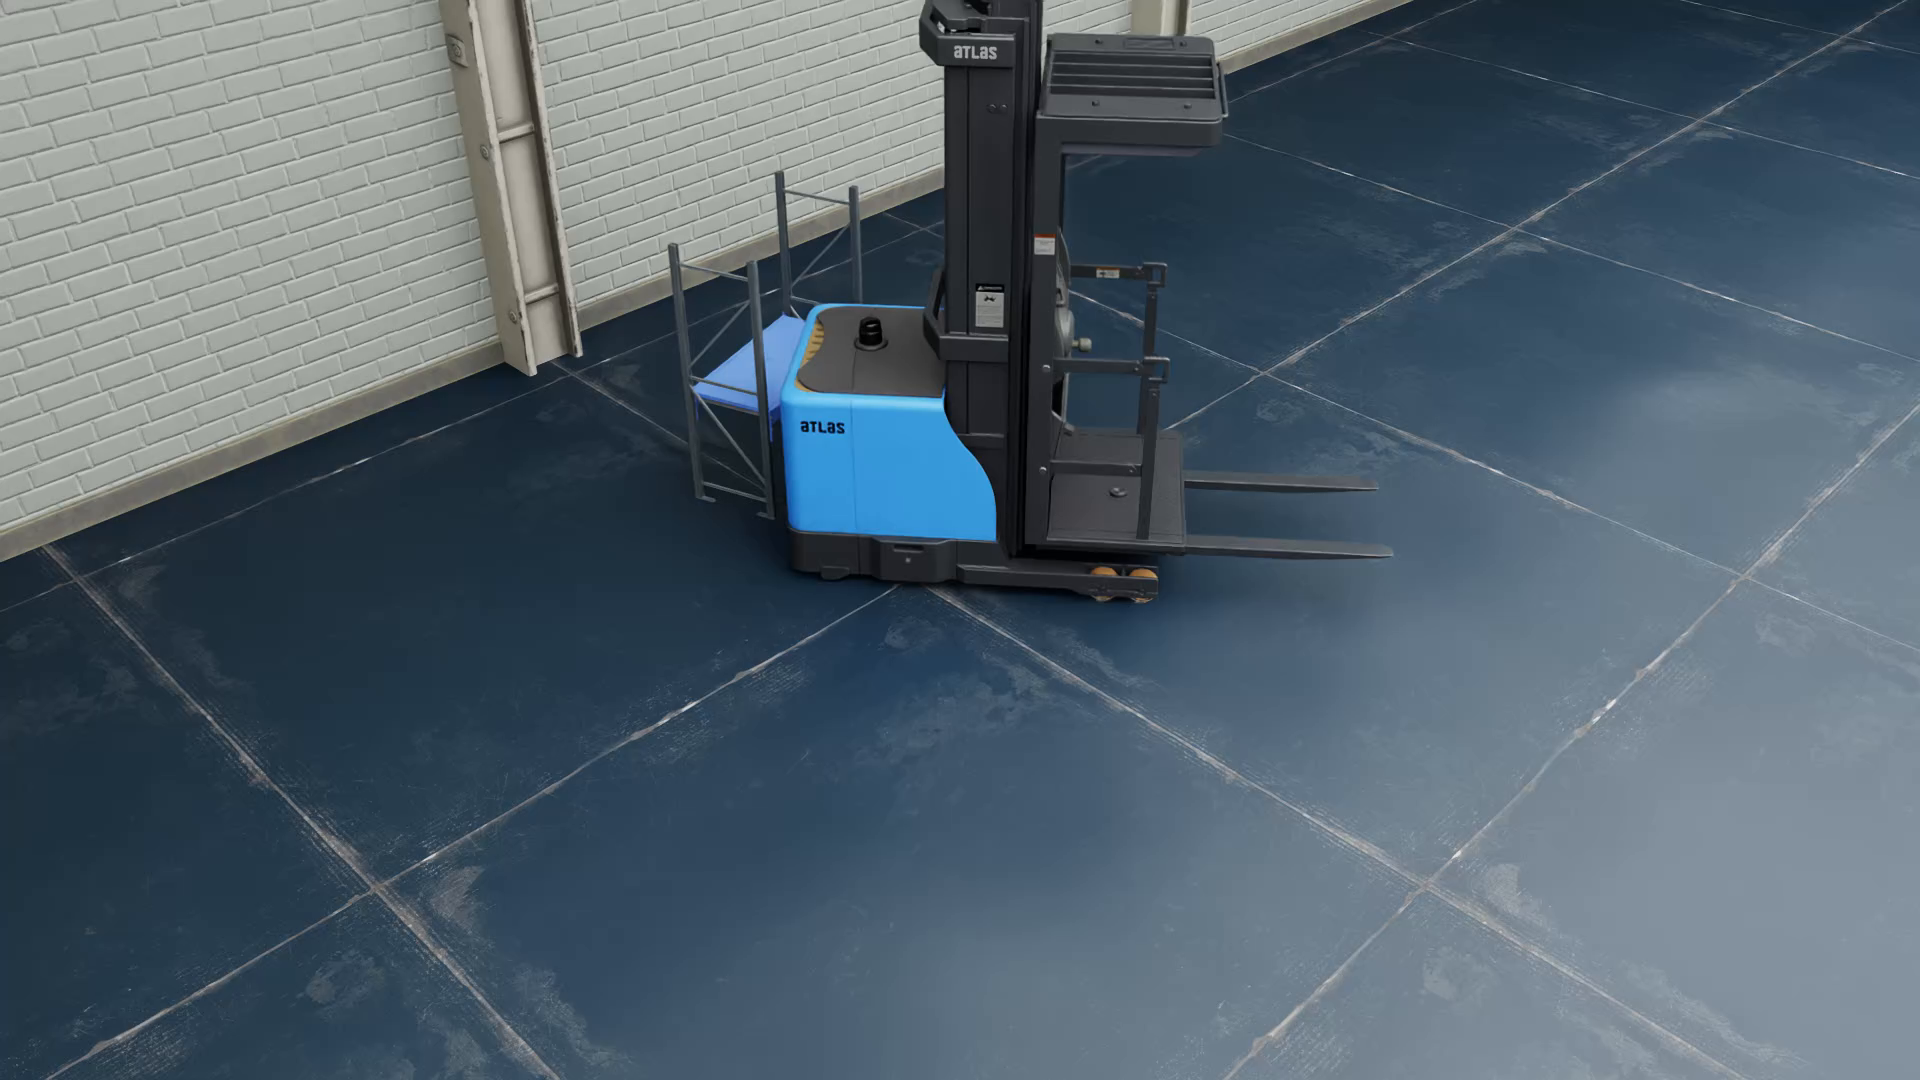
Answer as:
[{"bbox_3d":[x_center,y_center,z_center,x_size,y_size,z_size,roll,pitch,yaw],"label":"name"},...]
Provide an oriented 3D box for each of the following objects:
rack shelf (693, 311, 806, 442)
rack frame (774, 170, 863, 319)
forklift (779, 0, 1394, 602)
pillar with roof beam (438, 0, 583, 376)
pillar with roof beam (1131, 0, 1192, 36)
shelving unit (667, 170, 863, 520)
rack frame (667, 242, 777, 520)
[{"bbox_3d":[-0.990,-0.904,9.039,0.538,0.185,1.000,15,38,21],"label":"rack shelf"},{"bbox_3d":[-0.768,-1.313,9.311,0.500,1.500,0.032,15,38,21],"label":"rack frame"},{"bbox_3d":[0.672,-1.210,7.914,3.031,2.935,1.130,3,35,4],"label":"forklift"},{"bbox_3d":[0.453,-3.098,5.316,9.100,9.000,0.400,30,45,35],"label":"pillar with roof beam"},{"bbox_3d":[4.680,-5.534,8.809,9.100,9.000,0.400,30,45,35],"label":"pillar with roof beam"},{"bbox_3d":[-0.990,-1.051,8.936,0.538,1.500,1.048,15,38,21],"label":"shelving unit"},{"bbox_3d":[-1.212,-0.790,8.561,0.500,1.500,0.032,15,38,21],"label":"rack frame"}]
